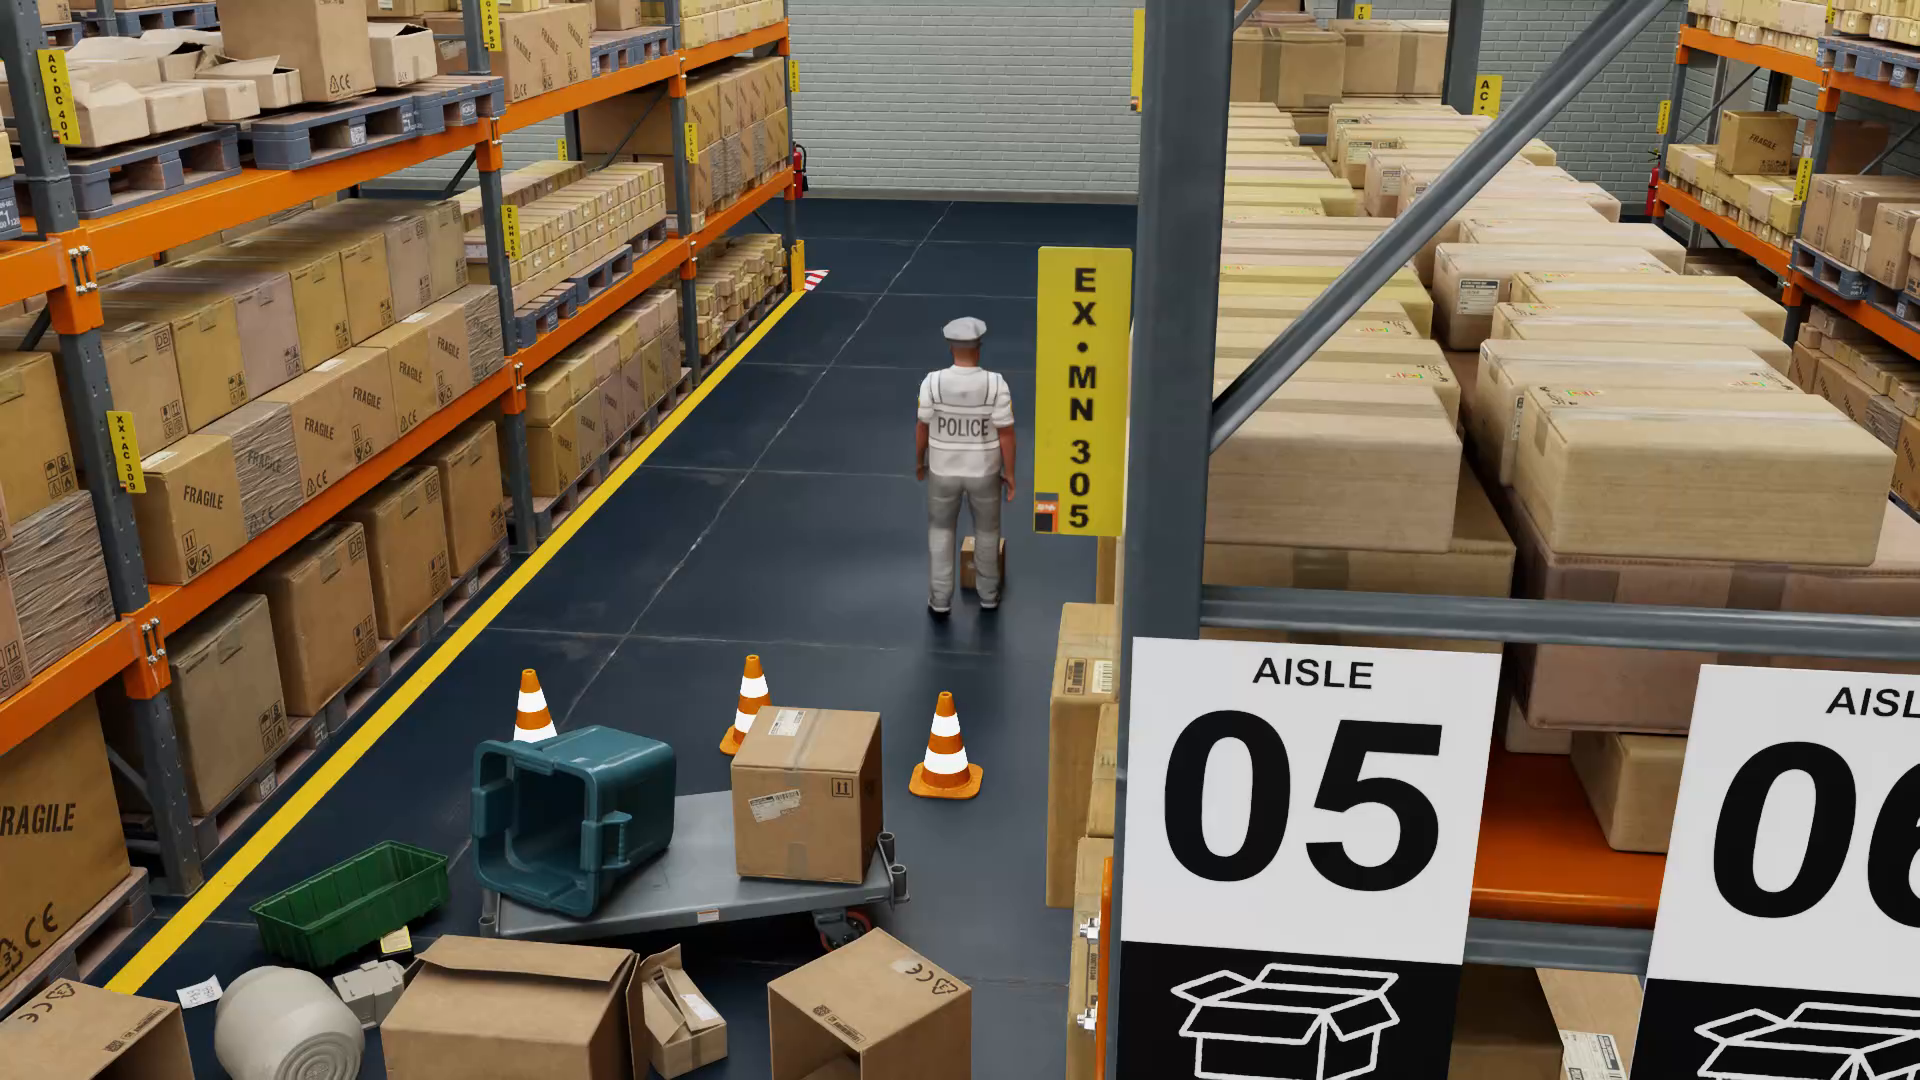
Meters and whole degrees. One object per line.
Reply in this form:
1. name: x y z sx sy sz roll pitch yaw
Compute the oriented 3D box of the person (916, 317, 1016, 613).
1. person: 0.032 -0.427 9.632 0.586 1.770 0.502 1 21 2
